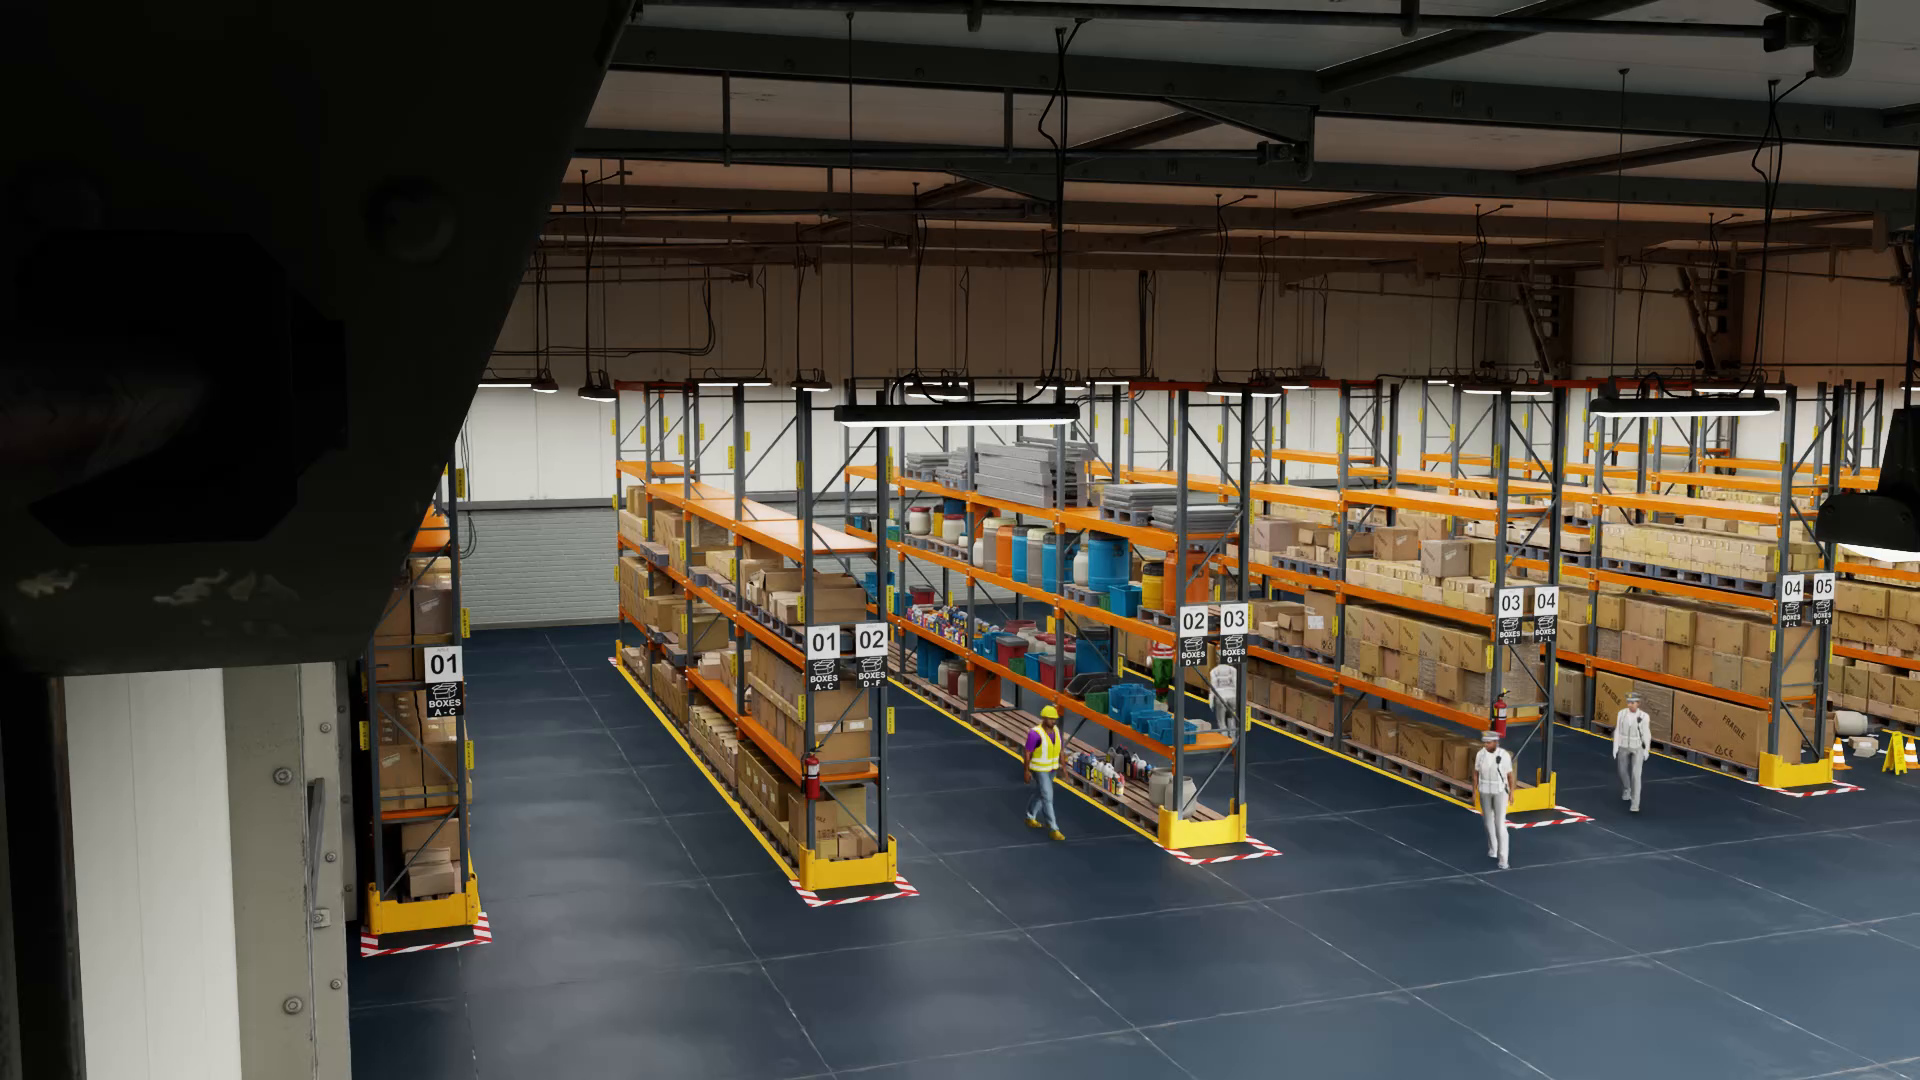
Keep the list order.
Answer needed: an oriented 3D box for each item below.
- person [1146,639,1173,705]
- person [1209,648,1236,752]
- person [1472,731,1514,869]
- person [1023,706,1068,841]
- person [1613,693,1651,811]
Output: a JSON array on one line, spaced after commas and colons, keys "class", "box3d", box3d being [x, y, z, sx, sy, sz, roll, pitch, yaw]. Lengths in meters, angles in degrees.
[{"class": "person", "box3d": [3.752, 2.223, 30.660, 0.597, 1.842, 0.535, -1, 6, -7]}, {"class": "person", "box3d": [4.317, 2.620, 27.176, 0.517, 1.678, 0.447, -1, 6, -9]}, {"class": "person", "box3d": [6.816, 3.268, 21.221, 0.576, 1.670, 0.648, 5, 8, 37]}, {"class": "person", "box3d": [1.186, 3.084, 22.377, 0.950, 1.721, 0.592, 6, 8, 42]}, {"class": "person", "box3d": [9.635, 2.986, 23.828, 0.476, 1.649, 0.792, 5, 8, 37]}]
